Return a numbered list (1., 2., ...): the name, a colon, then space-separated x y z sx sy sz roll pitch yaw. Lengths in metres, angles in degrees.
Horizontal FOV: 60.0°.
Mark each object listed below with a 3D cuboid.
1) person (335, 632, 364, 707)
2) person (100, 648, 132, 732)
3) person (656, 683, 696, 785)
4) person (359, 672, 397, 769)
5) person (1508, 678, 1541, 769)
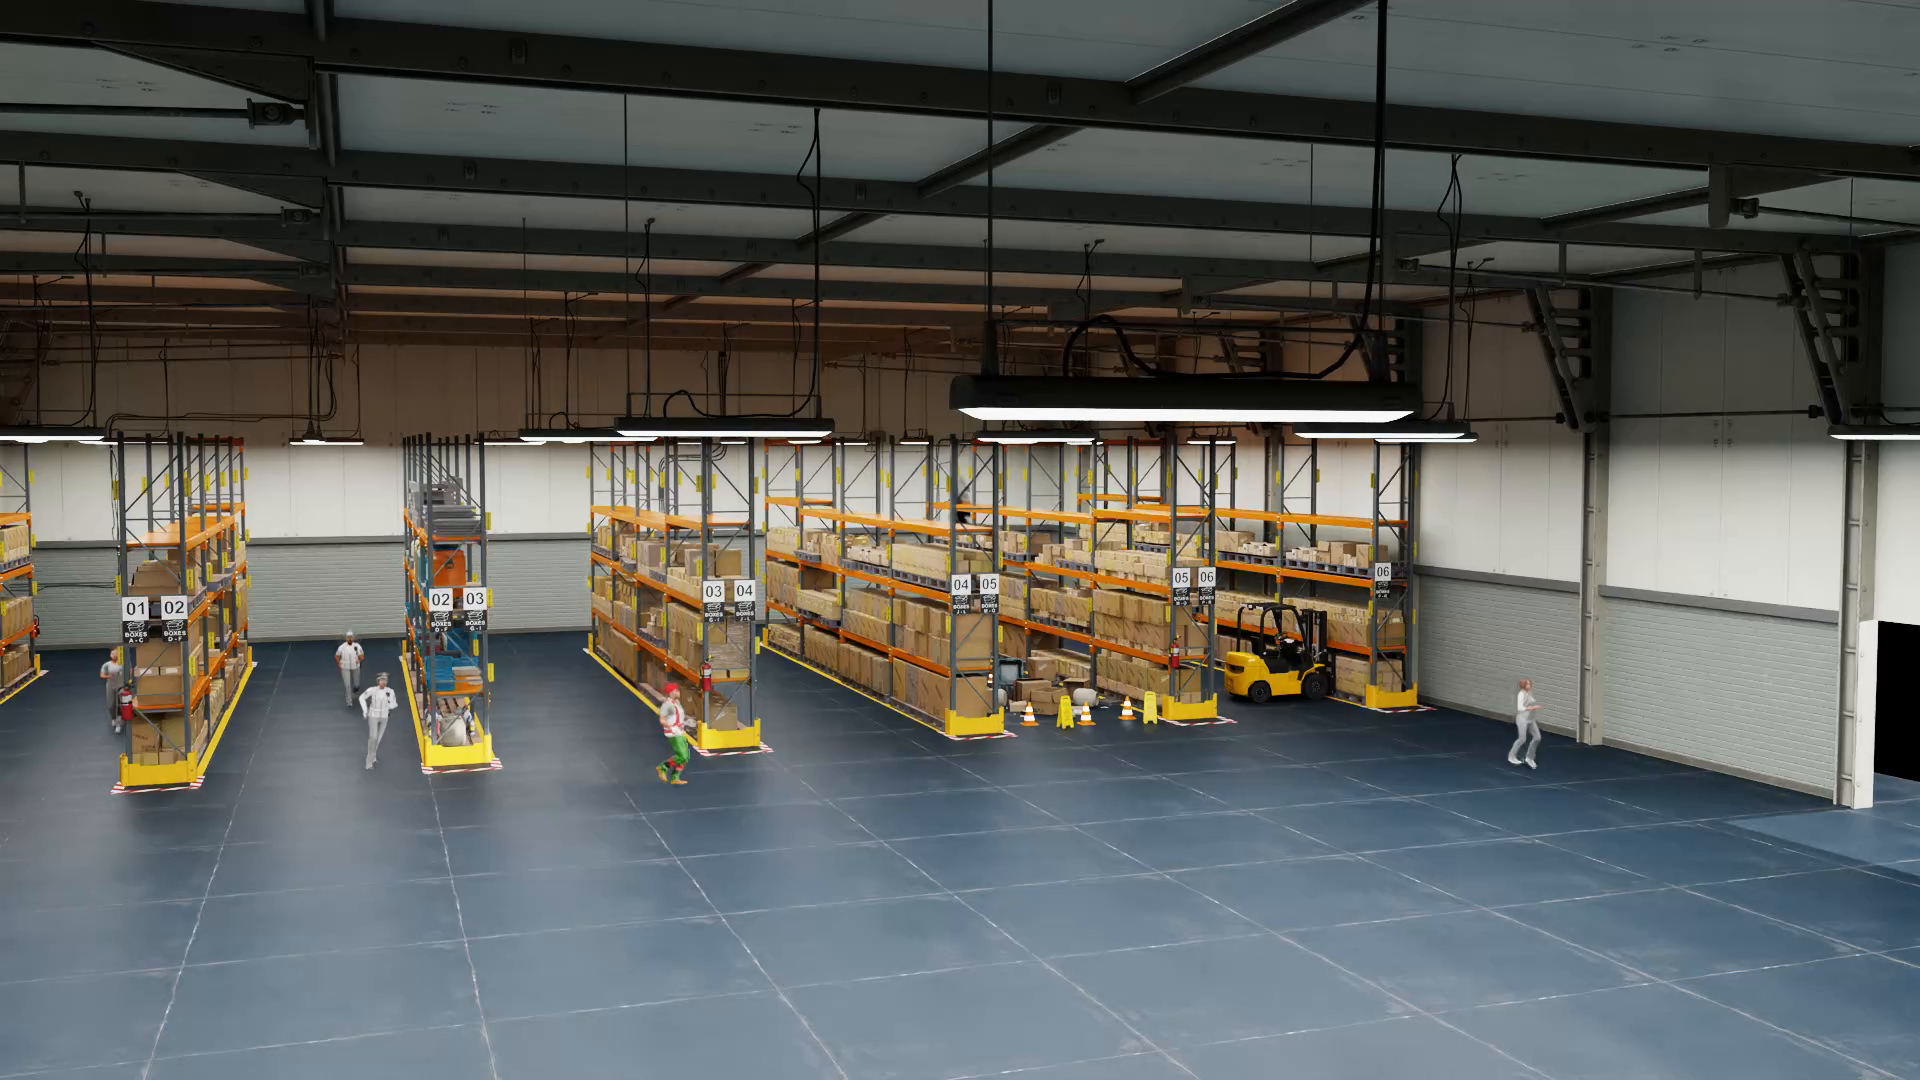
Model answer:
1. person: -13.579 2.859 37.005 0.615 1.624 0.727 -1 3 -23
2. person: -17.028 3.003 33.556 0.565 1.652 0.970 -1 3 -22
3. person: -4.824 3.289 28.166 0.613 1.739 0.652 0 3 8
4. person: -10.490 3.238 30.033 0.619 1.718 0.735 -2 4 -34
5. person: 10.120 3.276 29.710 0.514 1.635 0.660 -2 4 -38
